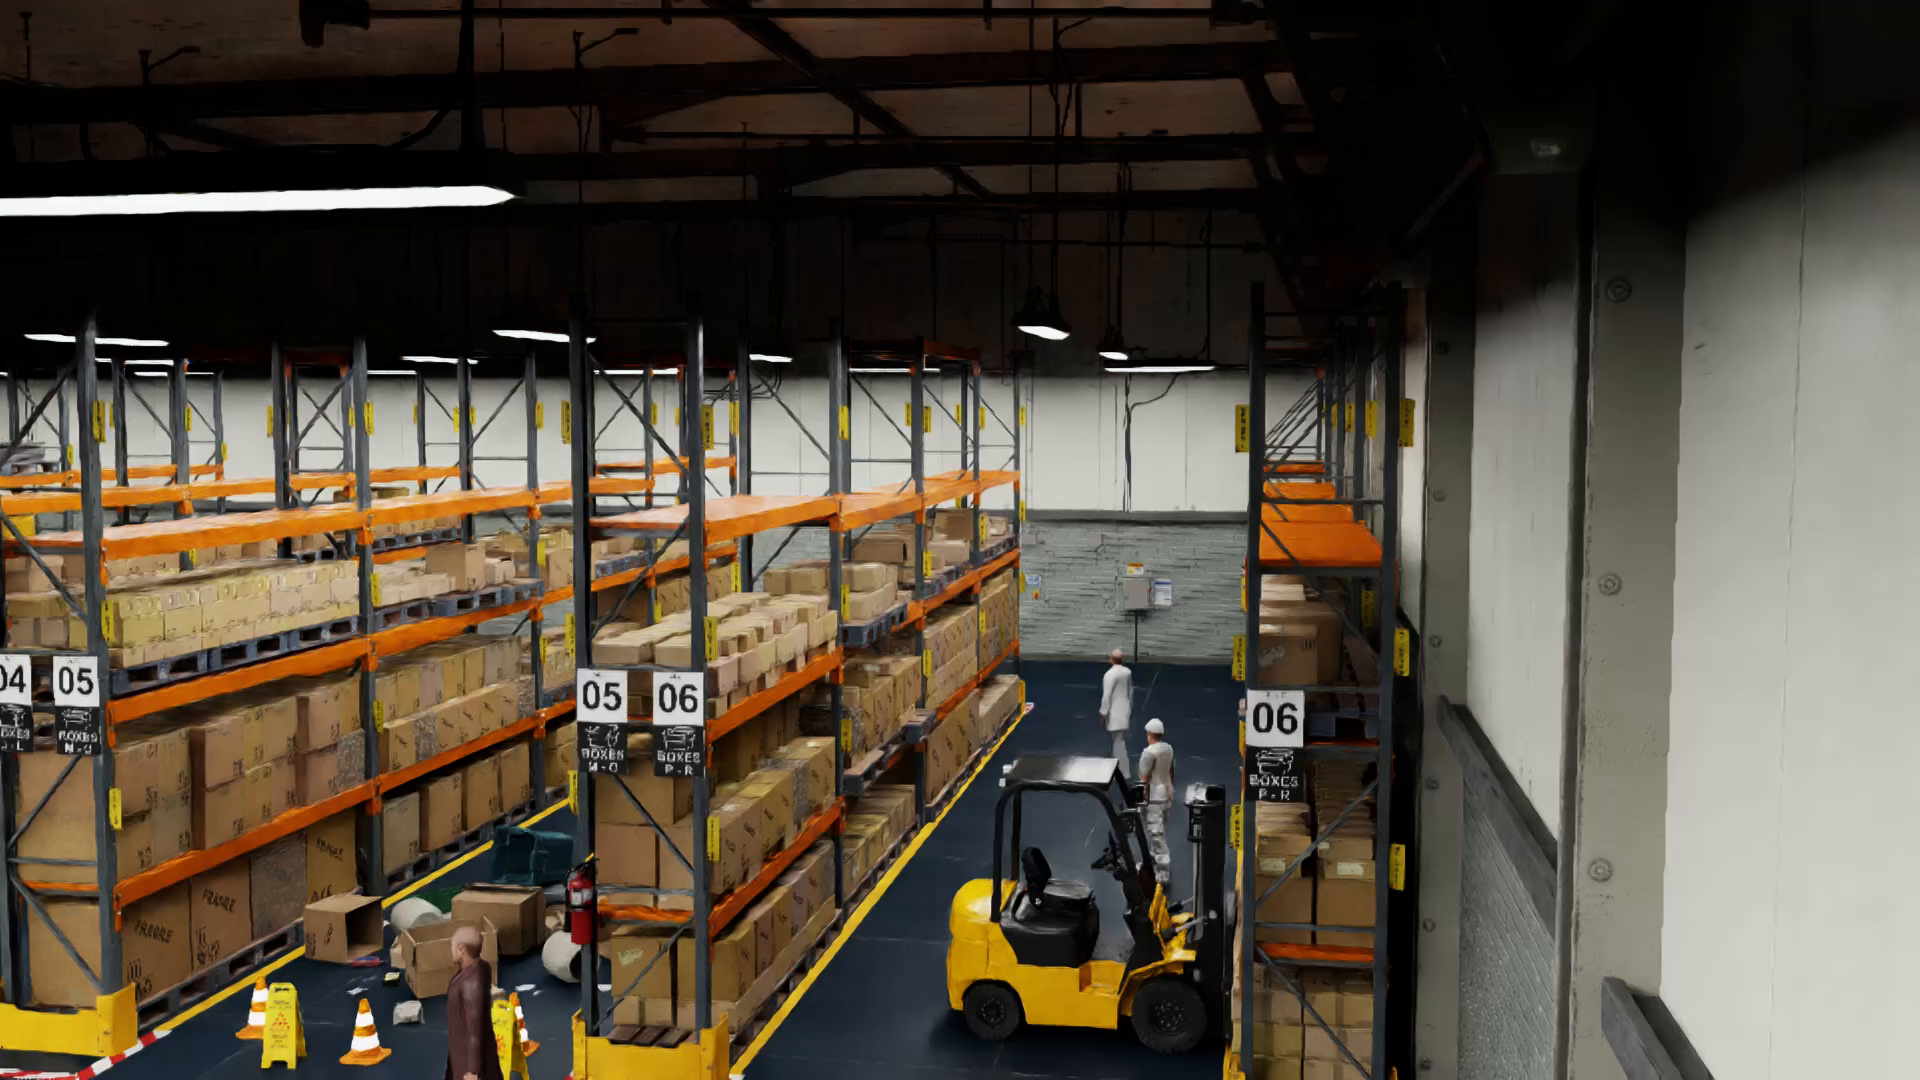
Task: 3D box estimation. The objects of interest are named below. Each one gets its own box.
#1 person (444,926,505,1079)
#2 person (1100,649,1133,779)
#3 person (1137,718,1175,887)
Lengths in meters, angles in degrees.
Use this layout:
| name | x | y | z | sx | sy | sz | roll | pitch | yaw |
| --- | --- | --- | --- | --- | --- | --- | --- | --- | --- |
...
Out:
| name | x | y | z | sx | sy | sz | roll | pitch | yaw |
| --- | --- | --- | --- | --- | --- | --- | --- | --- | --- |
| person | -3.133 | 3.410 | 10.929 | 0.587 | 1.769 | 0.690 | -1 | 5 | -16 |
| person | 2.152 | 2.396 | 23.198 | 0.641 | 1.772 | 0.692 | 3 | 6 | 34 |
| person | 2.089 | 2.809 | 18.014 | 0.577 | 1.785 | 0.655 | 3 | 6 | 34 |
